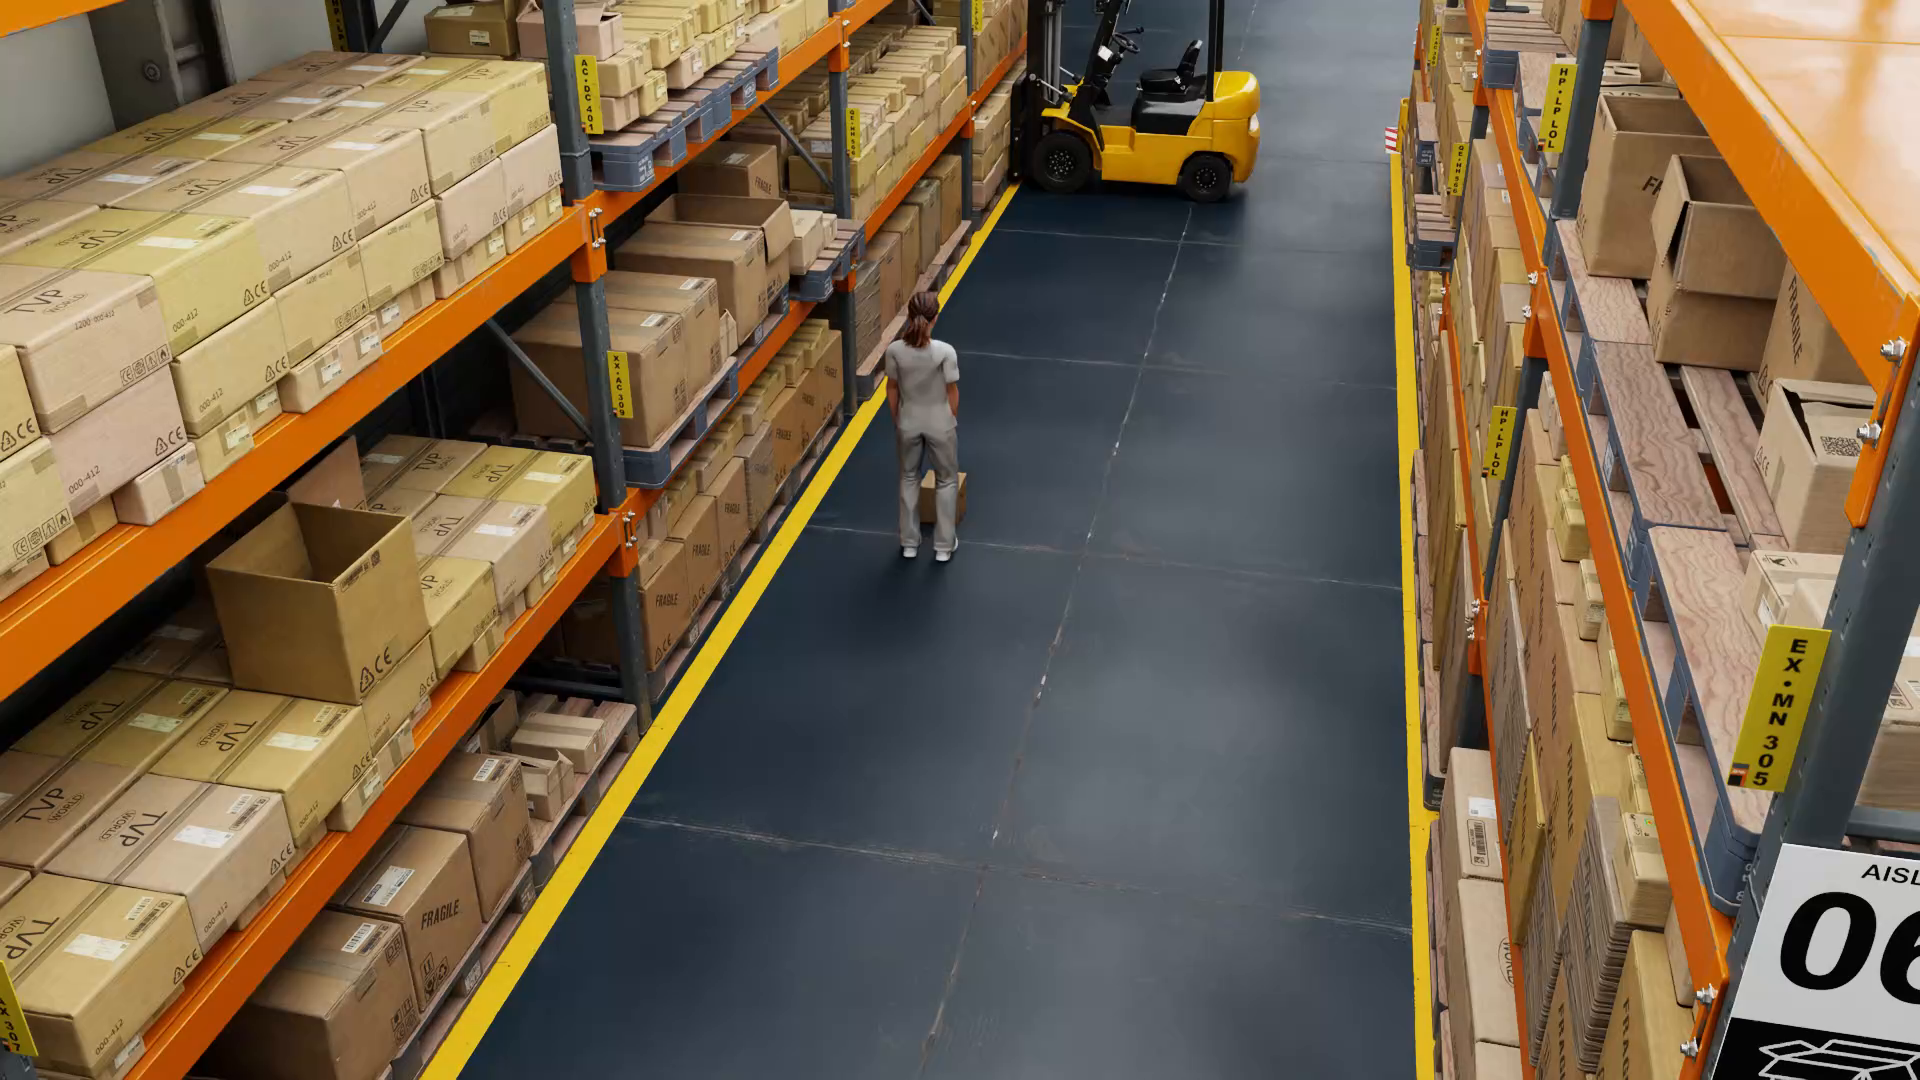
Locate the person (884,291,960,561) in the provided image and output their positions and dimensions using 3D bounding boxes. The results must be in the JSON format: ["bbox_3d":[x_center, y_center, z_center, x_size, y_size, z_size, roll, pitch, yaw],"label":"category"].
[{"bbox_3d":[-0.220,-0.661,9.830,0.447,1.666,0.354,6,29,10],"label":"person"}]
